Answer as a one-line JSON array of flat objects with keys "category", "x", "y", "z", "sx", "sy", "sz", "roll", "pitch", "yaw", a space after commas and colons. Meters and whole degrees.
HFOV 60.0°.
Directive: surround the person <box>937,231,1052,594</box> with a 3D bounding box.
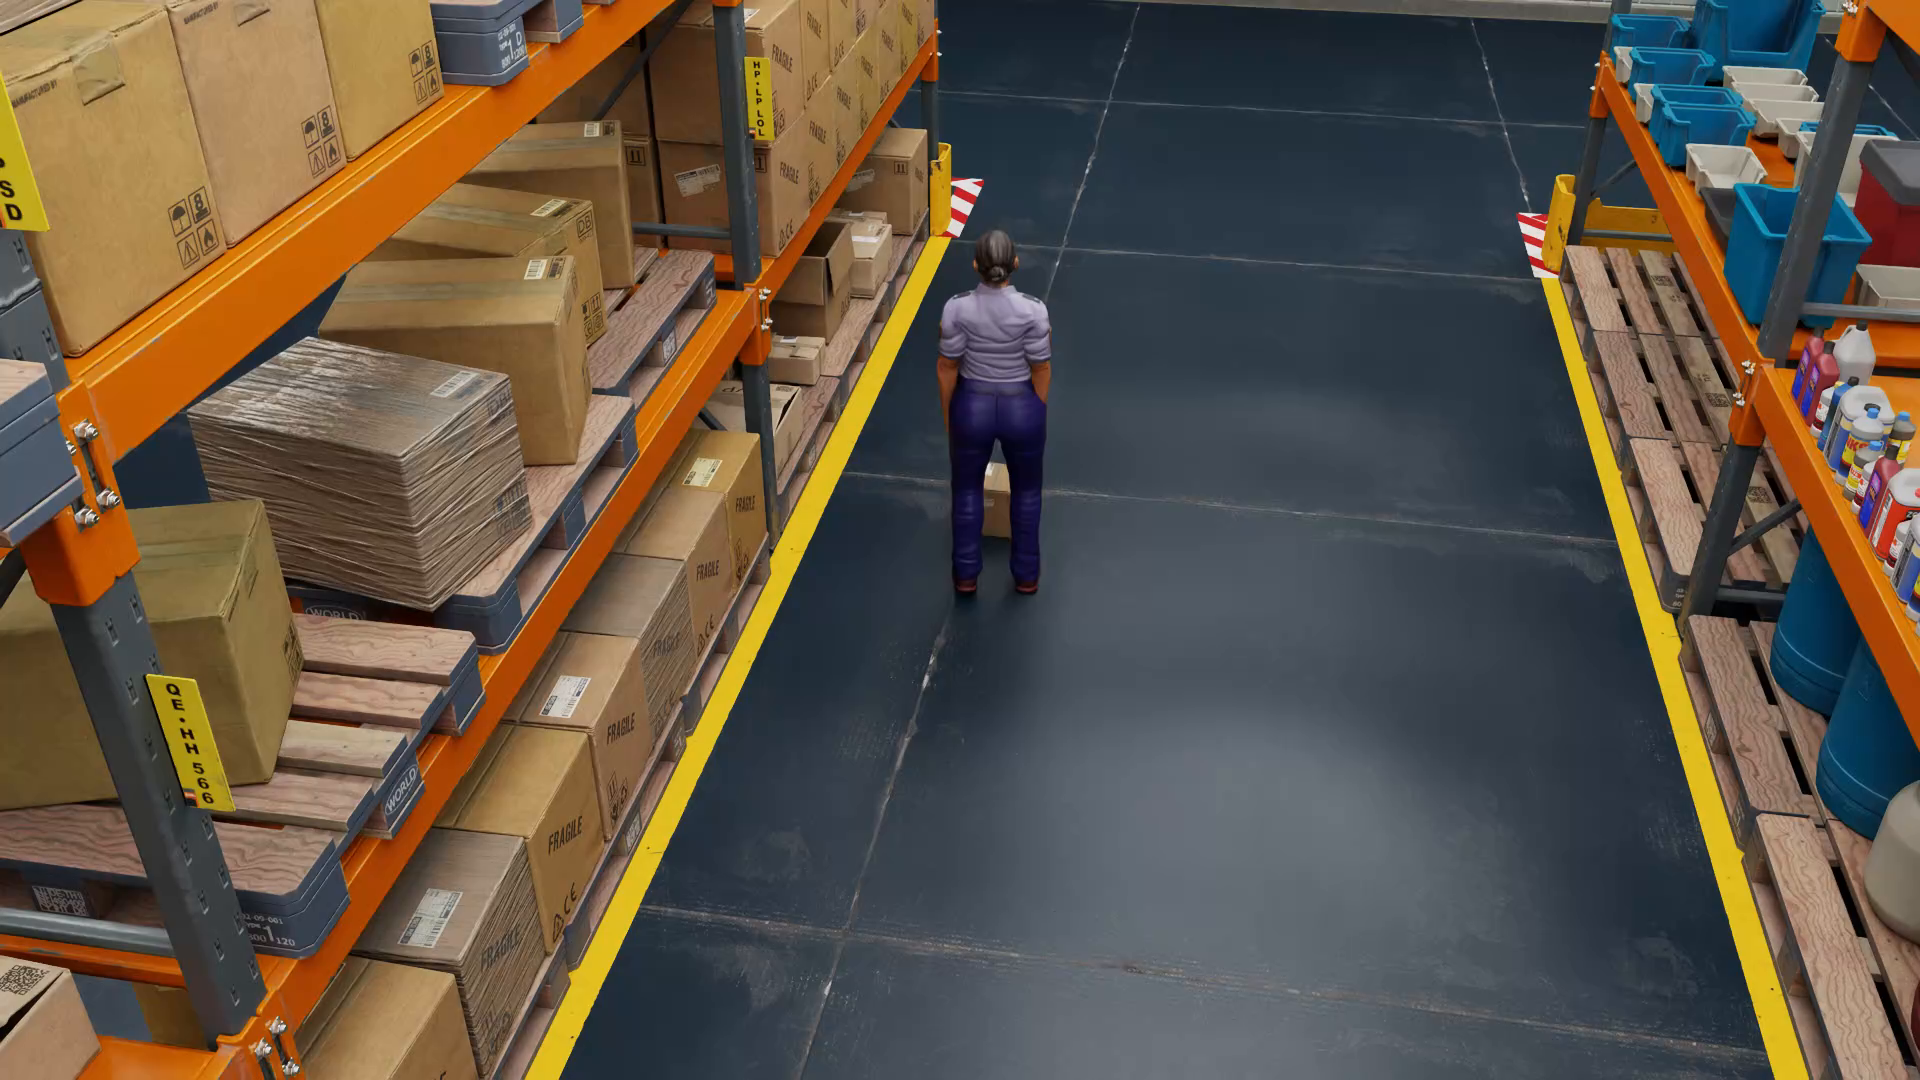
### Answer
[{"category": "person", "x": 0.140, "y": -0.523, "z": 6.980, "sx": 0.468, "sy": 1.648, "sz": 0.342, "roll": 2, "pitch": 33, "yaw": 3}]
